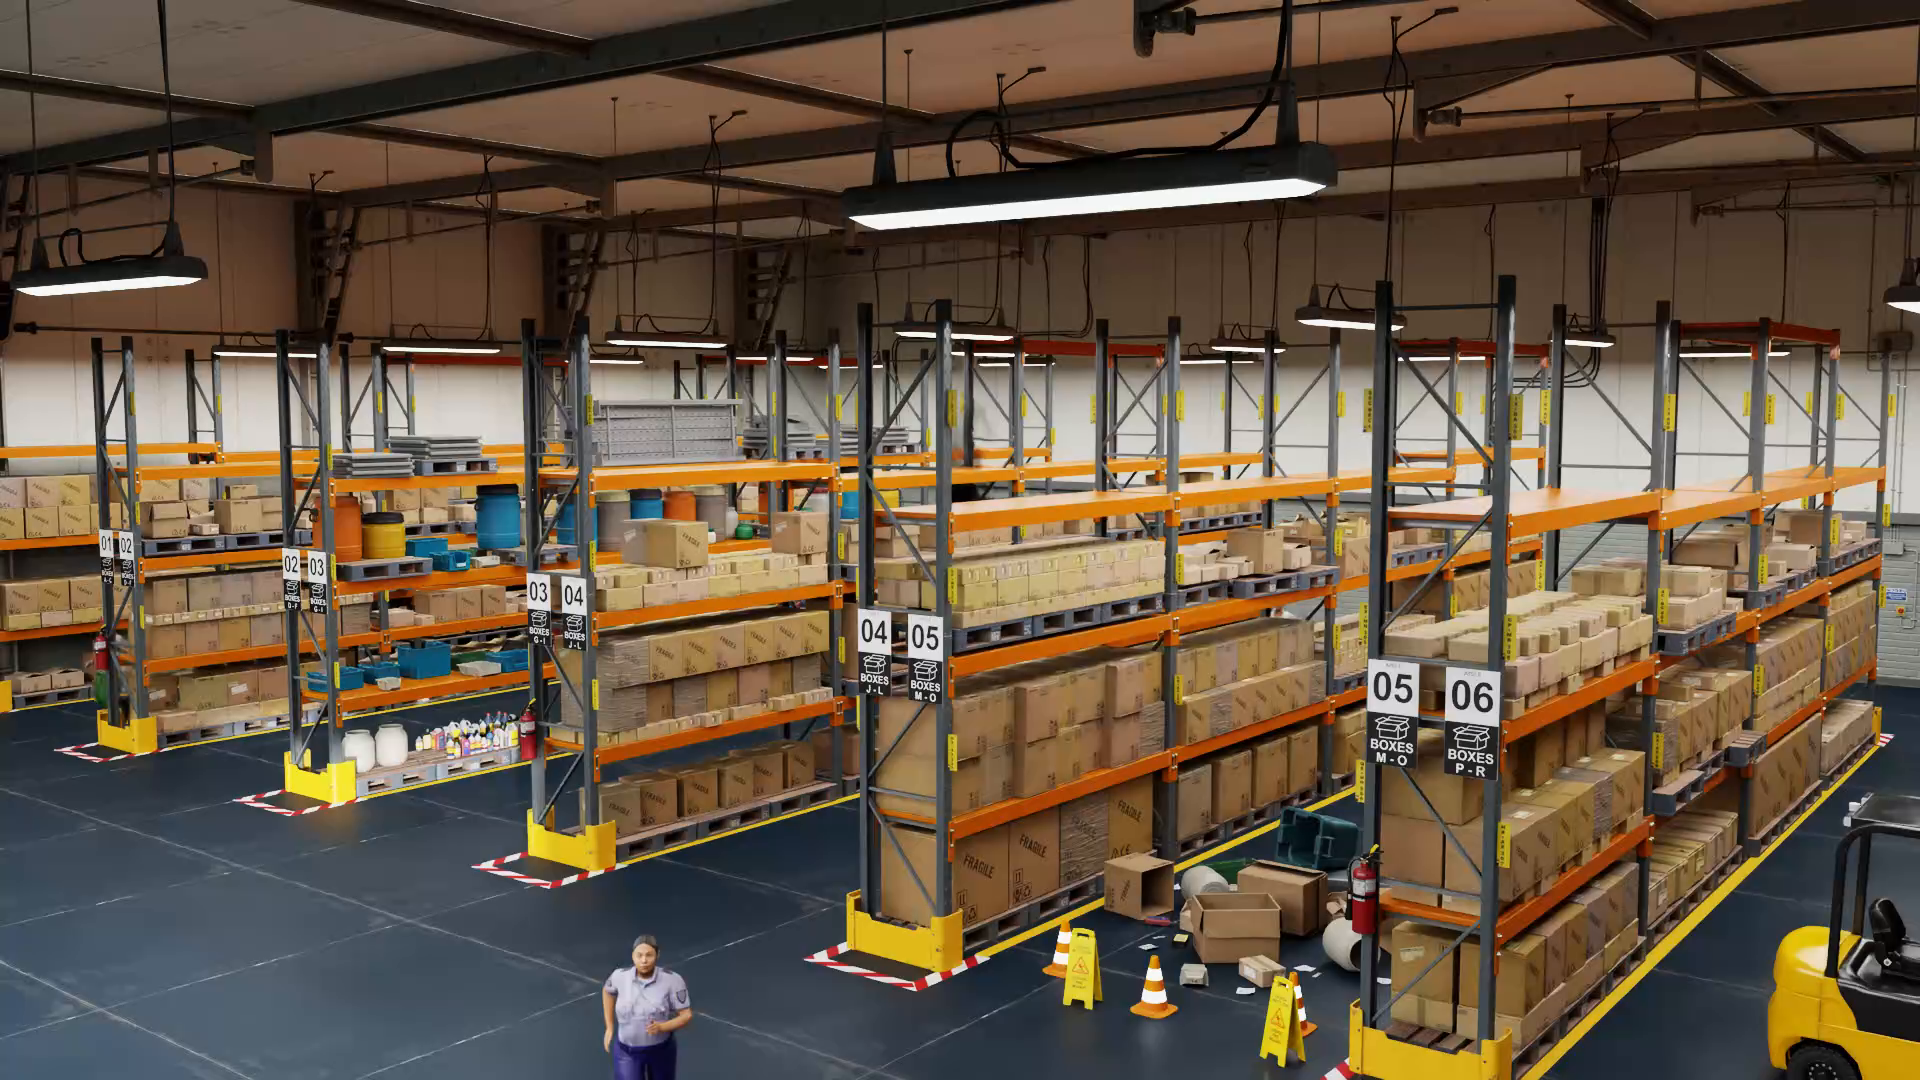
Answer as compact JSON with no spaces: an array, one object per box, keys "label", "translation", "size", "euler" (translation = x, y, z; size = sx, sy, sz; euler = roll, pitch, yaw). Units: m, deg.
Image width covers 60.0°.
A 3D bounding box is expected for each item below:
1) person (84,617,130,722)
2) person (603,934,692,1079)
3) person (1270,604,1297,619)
[{"label":"person","translation":[-13.194,2.055,25.776],"size":[0.690,1.744,0.619],"euler":[2,5,23]},{"label":"person","translation":[-2.041,3.391,10.872],"size":[0.580,1.694,0.826],"euler":[-1,5,-10]},{"label":"person","translation":[5.439,1.823,28.320],"size":[0.668,1.771,0.883],"euler":[4,6,36]}]
